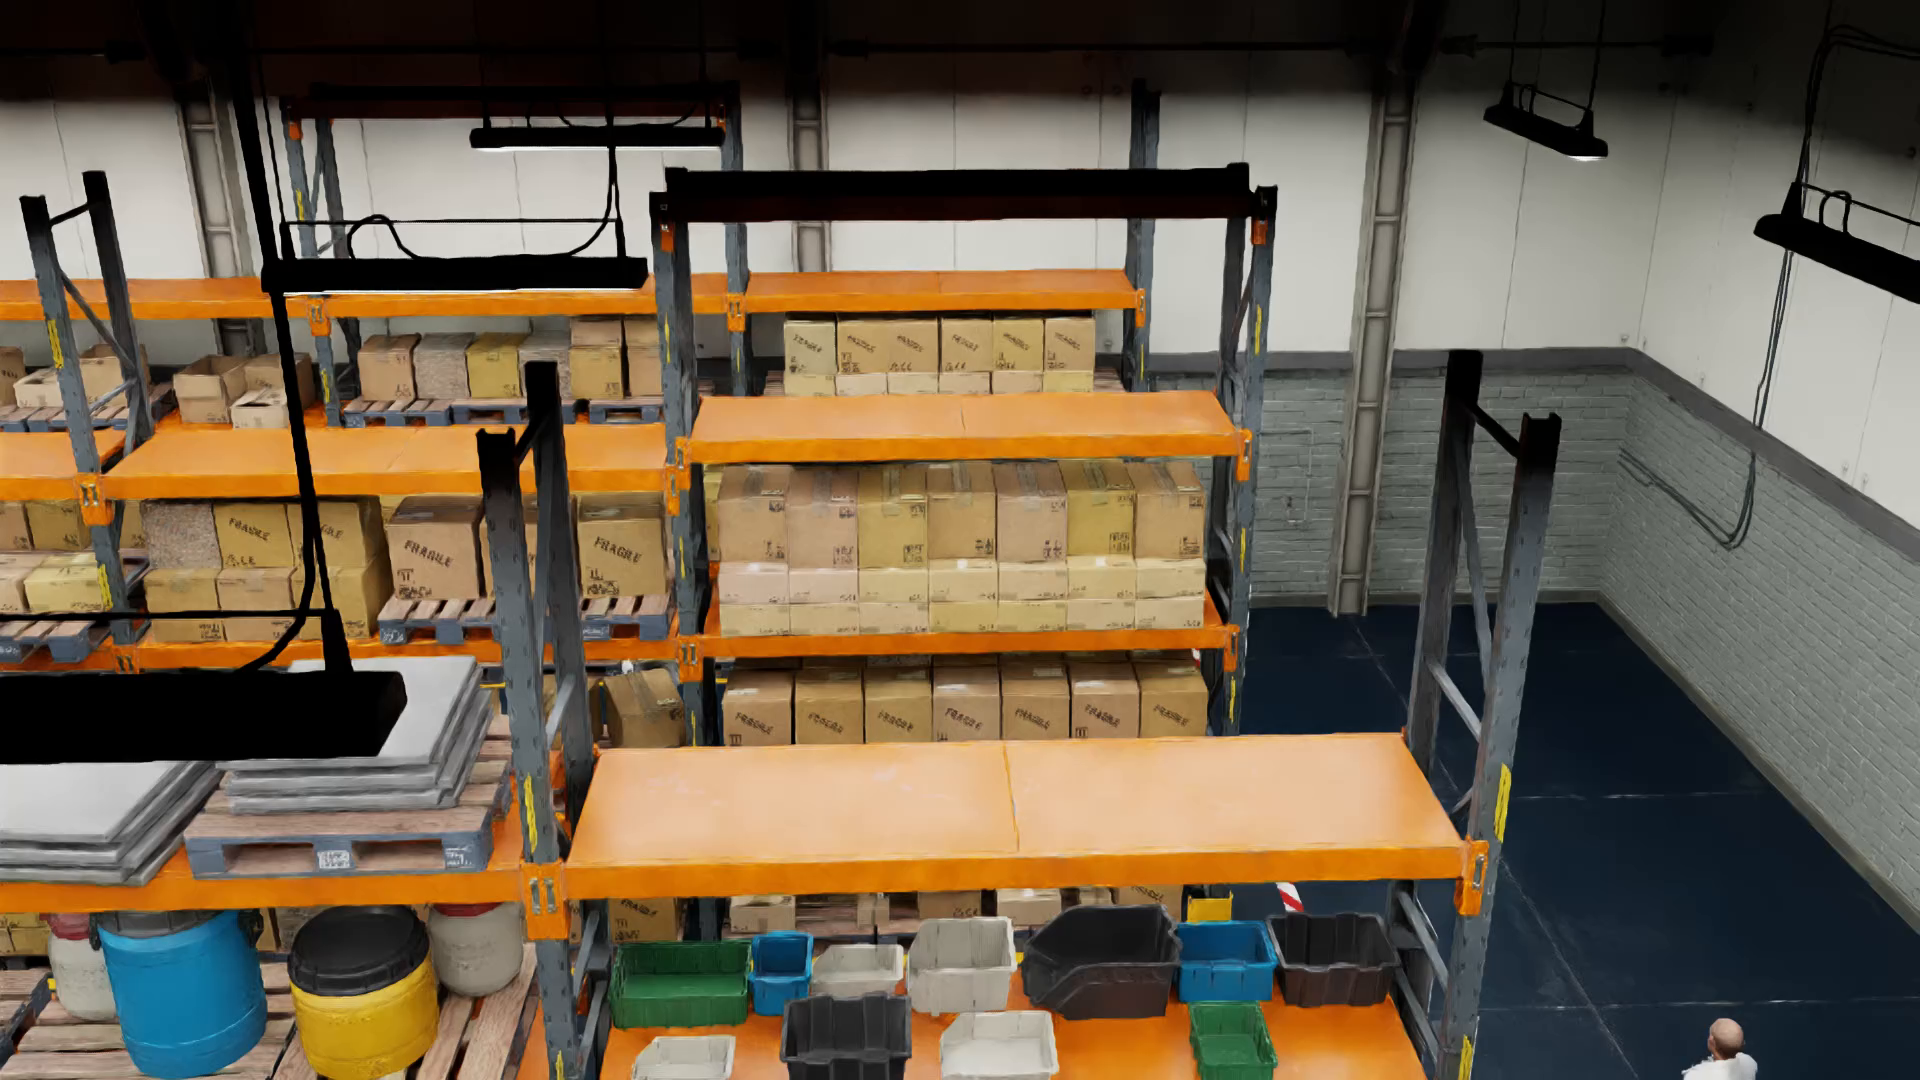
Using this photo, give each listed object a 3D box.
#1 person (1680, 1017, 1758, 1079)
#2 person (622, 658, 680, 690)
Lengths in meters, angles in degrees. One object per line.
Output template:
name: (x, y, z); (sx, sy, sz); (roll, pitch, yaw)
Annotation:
person: (4.405, 3.634, 9.823); (0.749, 1.771, 0.533); (-16, 27, -34)
person: (-2.921, 1.143, 15.903); (0.623, 1.794, 0.468); (-9, 24, -20)
